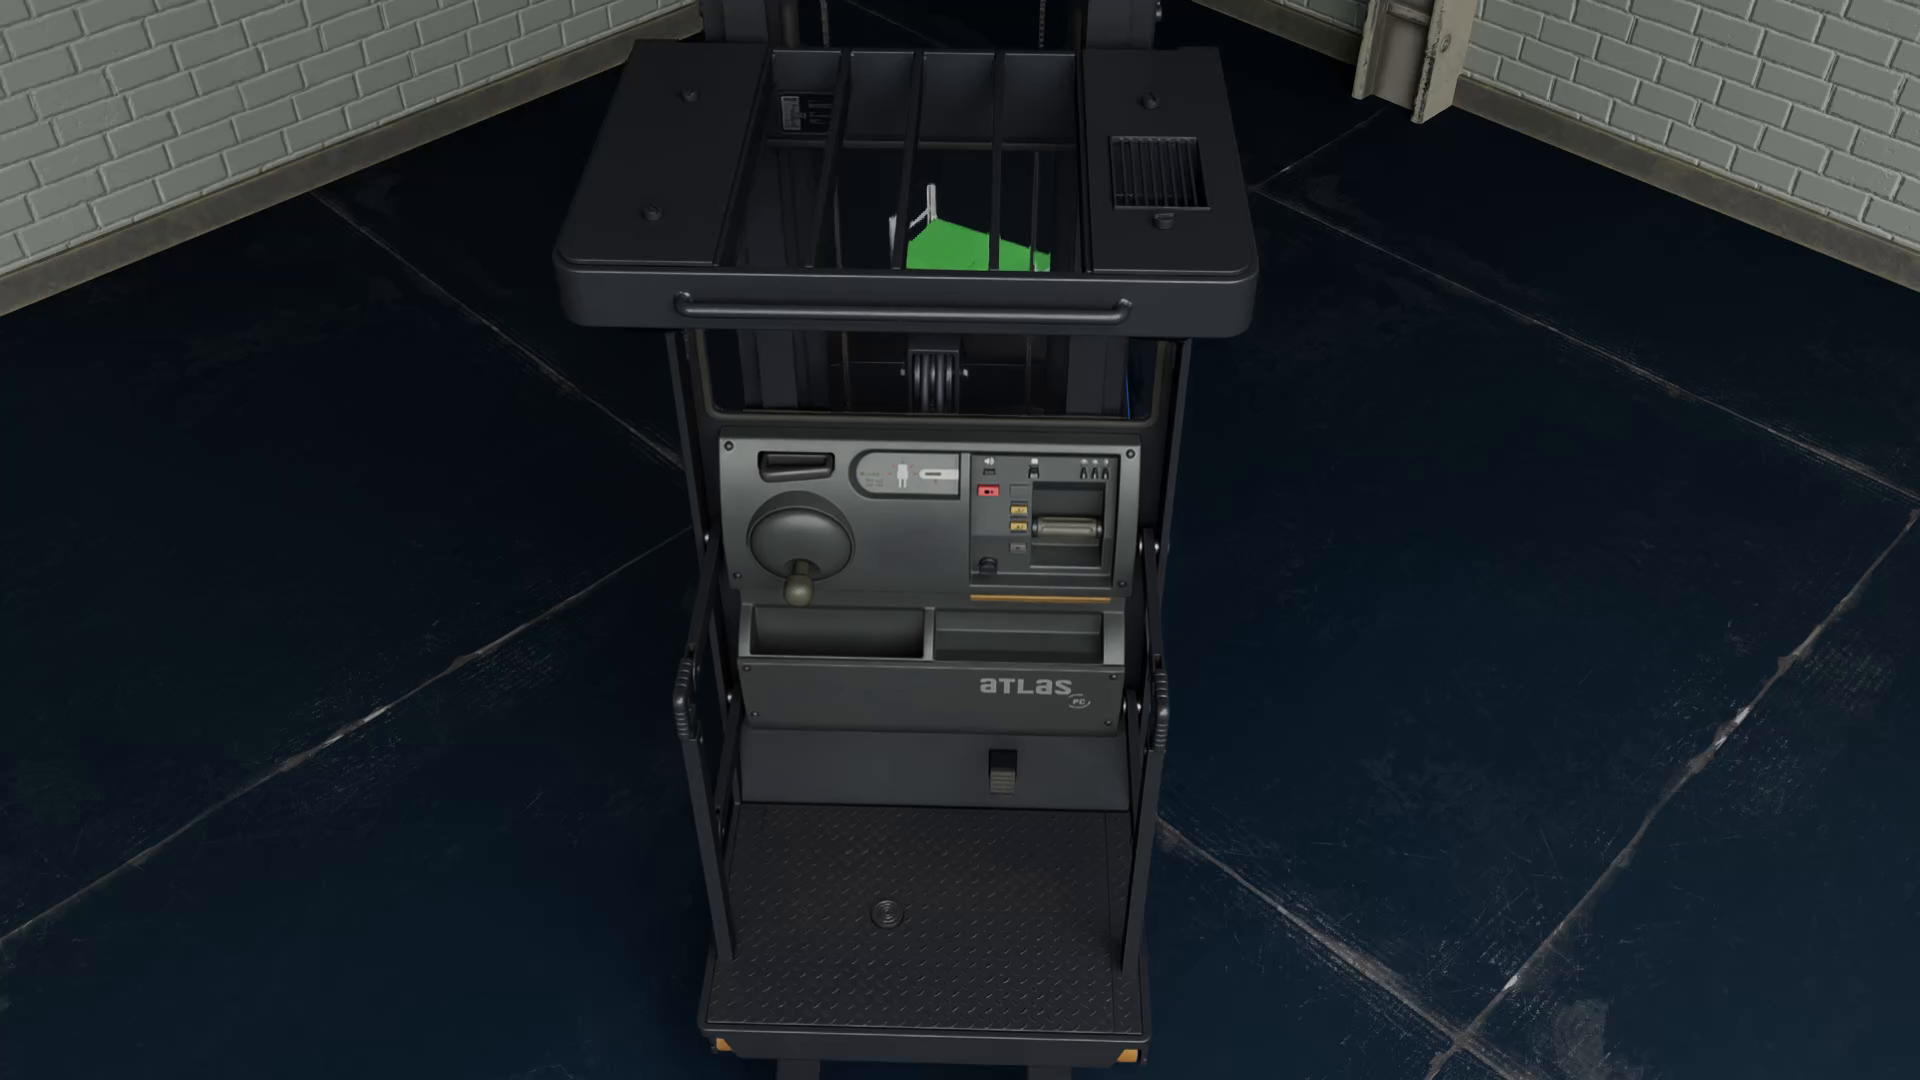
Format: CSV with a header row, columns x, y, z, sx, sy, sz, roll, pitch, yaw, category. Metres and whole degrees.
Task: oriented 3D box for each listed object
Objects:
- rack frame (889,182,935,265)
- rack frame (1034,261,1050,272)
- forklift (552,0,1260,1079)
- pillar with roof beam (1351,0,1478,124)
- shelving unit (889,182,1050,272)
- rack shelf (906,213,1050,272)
x,y,z,sx,sy,sz,roll,pitch,yaw,category
-0.148,-0.607,5.522,0.015,1.200,0.240,22,47,22,rack frame
0.272,-0.437,5.339,0.015,1.200,0.240,22,47,22,rack frame
-0.073,0.040,3.547,1.130,2.935,3.031,1,43,1,forklift
-0.900,-3.380,2.777,9.100,9.000,0.400,-34,53,-31,pillar with roof beam
0.062,-0.522,5.431,0.503,1.200,0.258,22,47,22,shelving unit
0.062,-0.828,5.148,0.480,0.148,0.258,22,47,22,rack shelf
